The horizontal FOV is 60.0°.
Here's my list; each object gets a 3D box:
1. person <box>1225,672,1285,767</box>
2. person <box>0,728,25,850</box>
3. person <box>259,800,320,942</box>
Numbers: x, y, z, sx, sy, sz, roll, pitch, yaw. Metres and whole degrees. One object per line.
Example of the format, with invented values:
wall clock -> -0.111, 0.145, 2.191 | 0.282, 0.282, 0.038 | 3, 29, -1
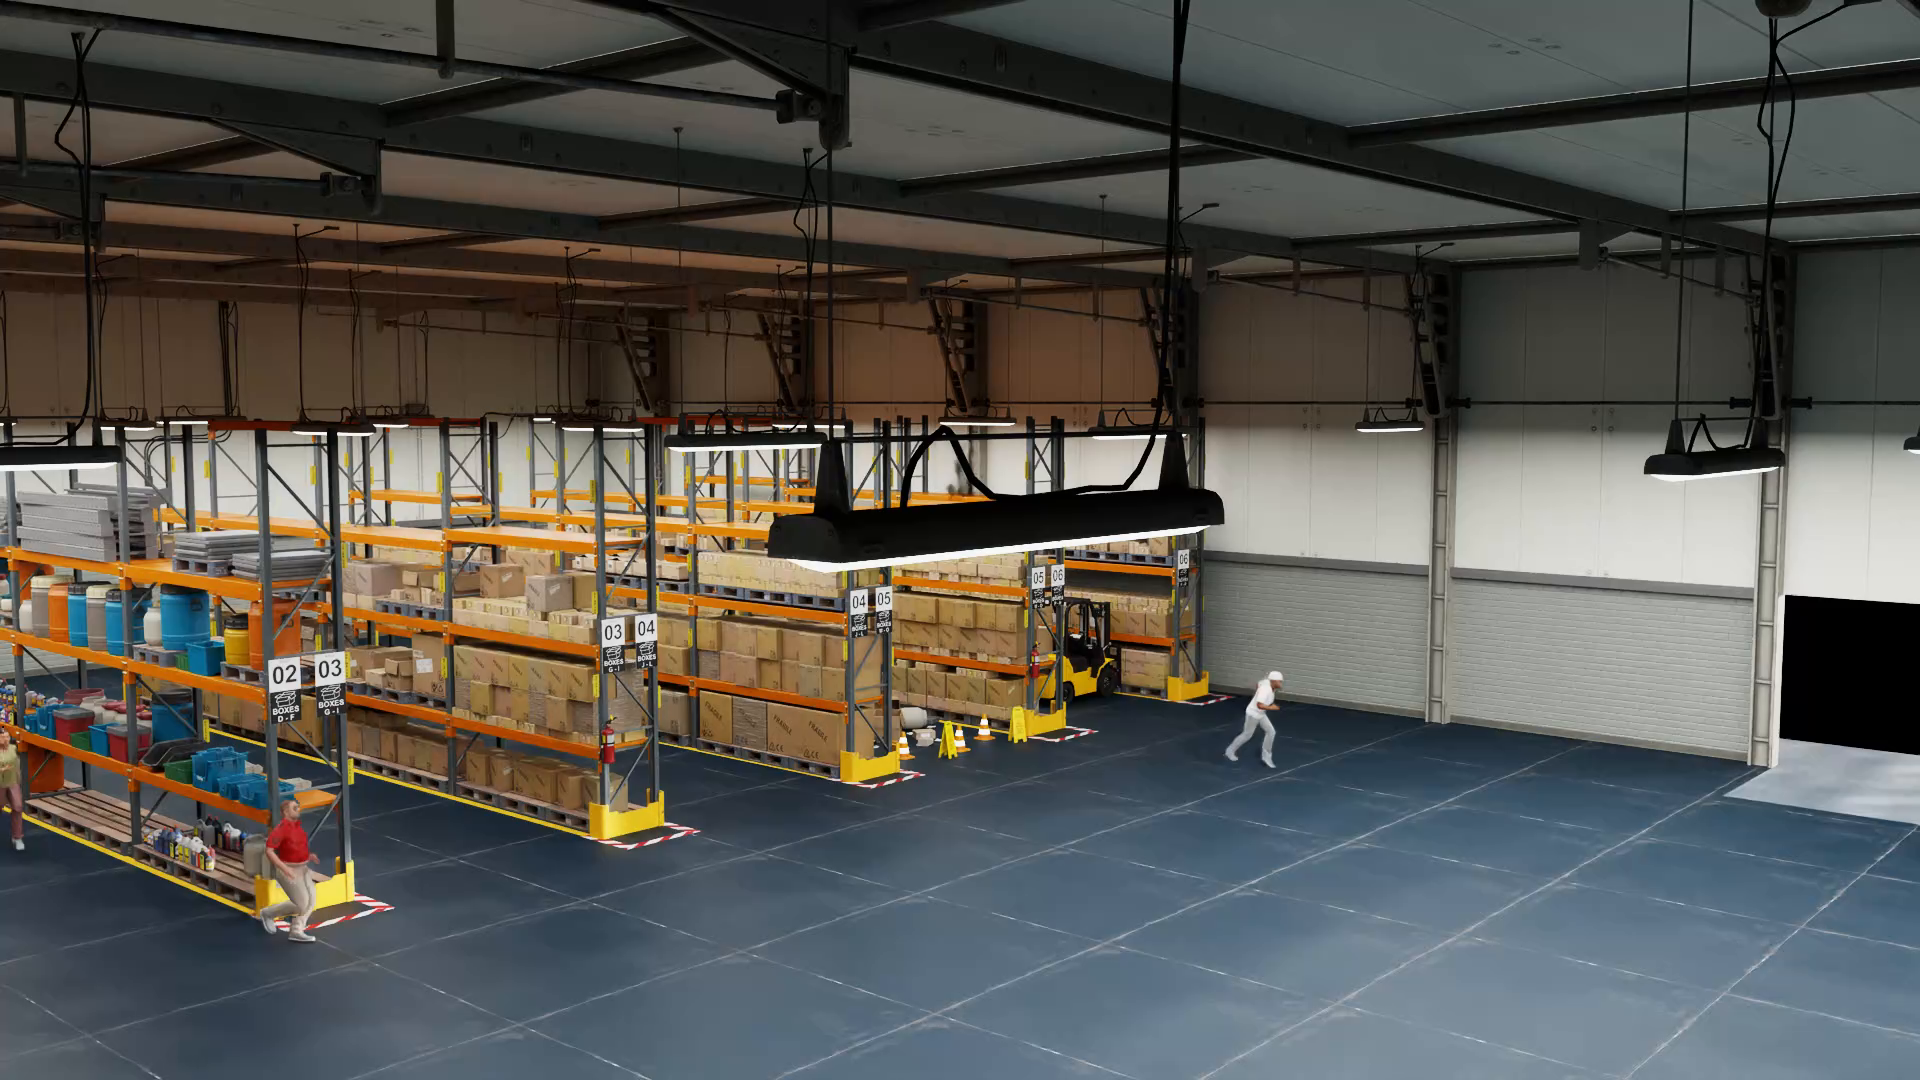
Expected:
person -> 5.142, 3.121, 28.988 | 1.034, 1.714, 0.747 | 2, 5, 21
person -> -13.587, 3.515, 23.619 | 0.877, 1.690, 0.553 | 4, 6, 37
person -> -7.869, 3.883, 19.506 | 0.607, 1.685, 0.677 | 0, 5, 2
